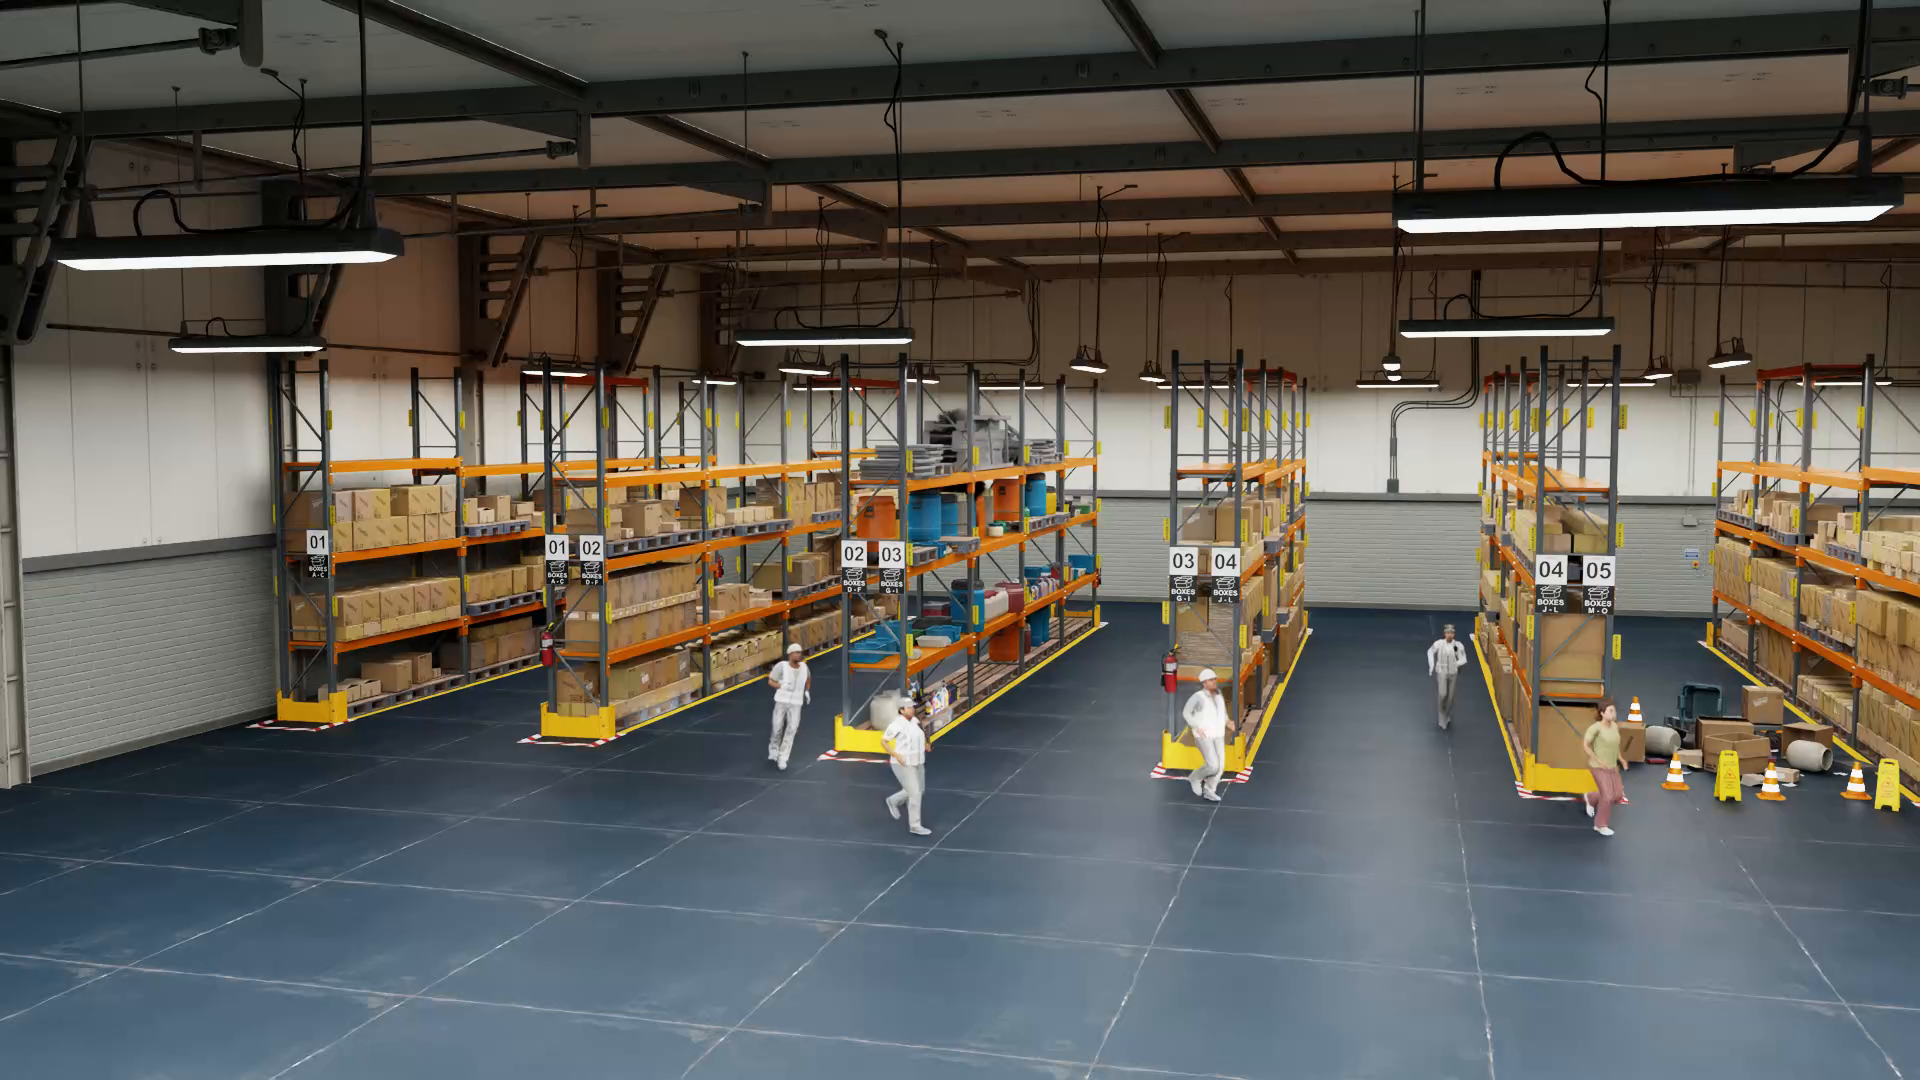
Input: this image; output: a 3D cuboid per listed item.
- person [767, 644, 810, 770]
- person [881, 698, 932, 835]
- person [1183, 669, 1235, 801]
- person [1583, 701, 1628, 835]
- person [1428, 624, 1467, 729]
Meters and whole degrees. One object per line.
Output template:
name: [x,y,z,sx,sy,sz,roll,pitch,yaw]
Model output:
person: [-2.449,2.391,24.153,0.682,1.750,0.819,-1,4,-15]
person: [-0.650,2.729,20.256,0.784,1.632,0.620,3,5,38]
person: [3.293,2.566,21.896,0.681,1.732,0.585,-3,5,-34]
person: [7.785,2.749,20.241,0.565,1.620,0.588,-2,5,-25]
person: [7.949,2.220,27.116,0.572,1.702,0.783,1,4,8]
